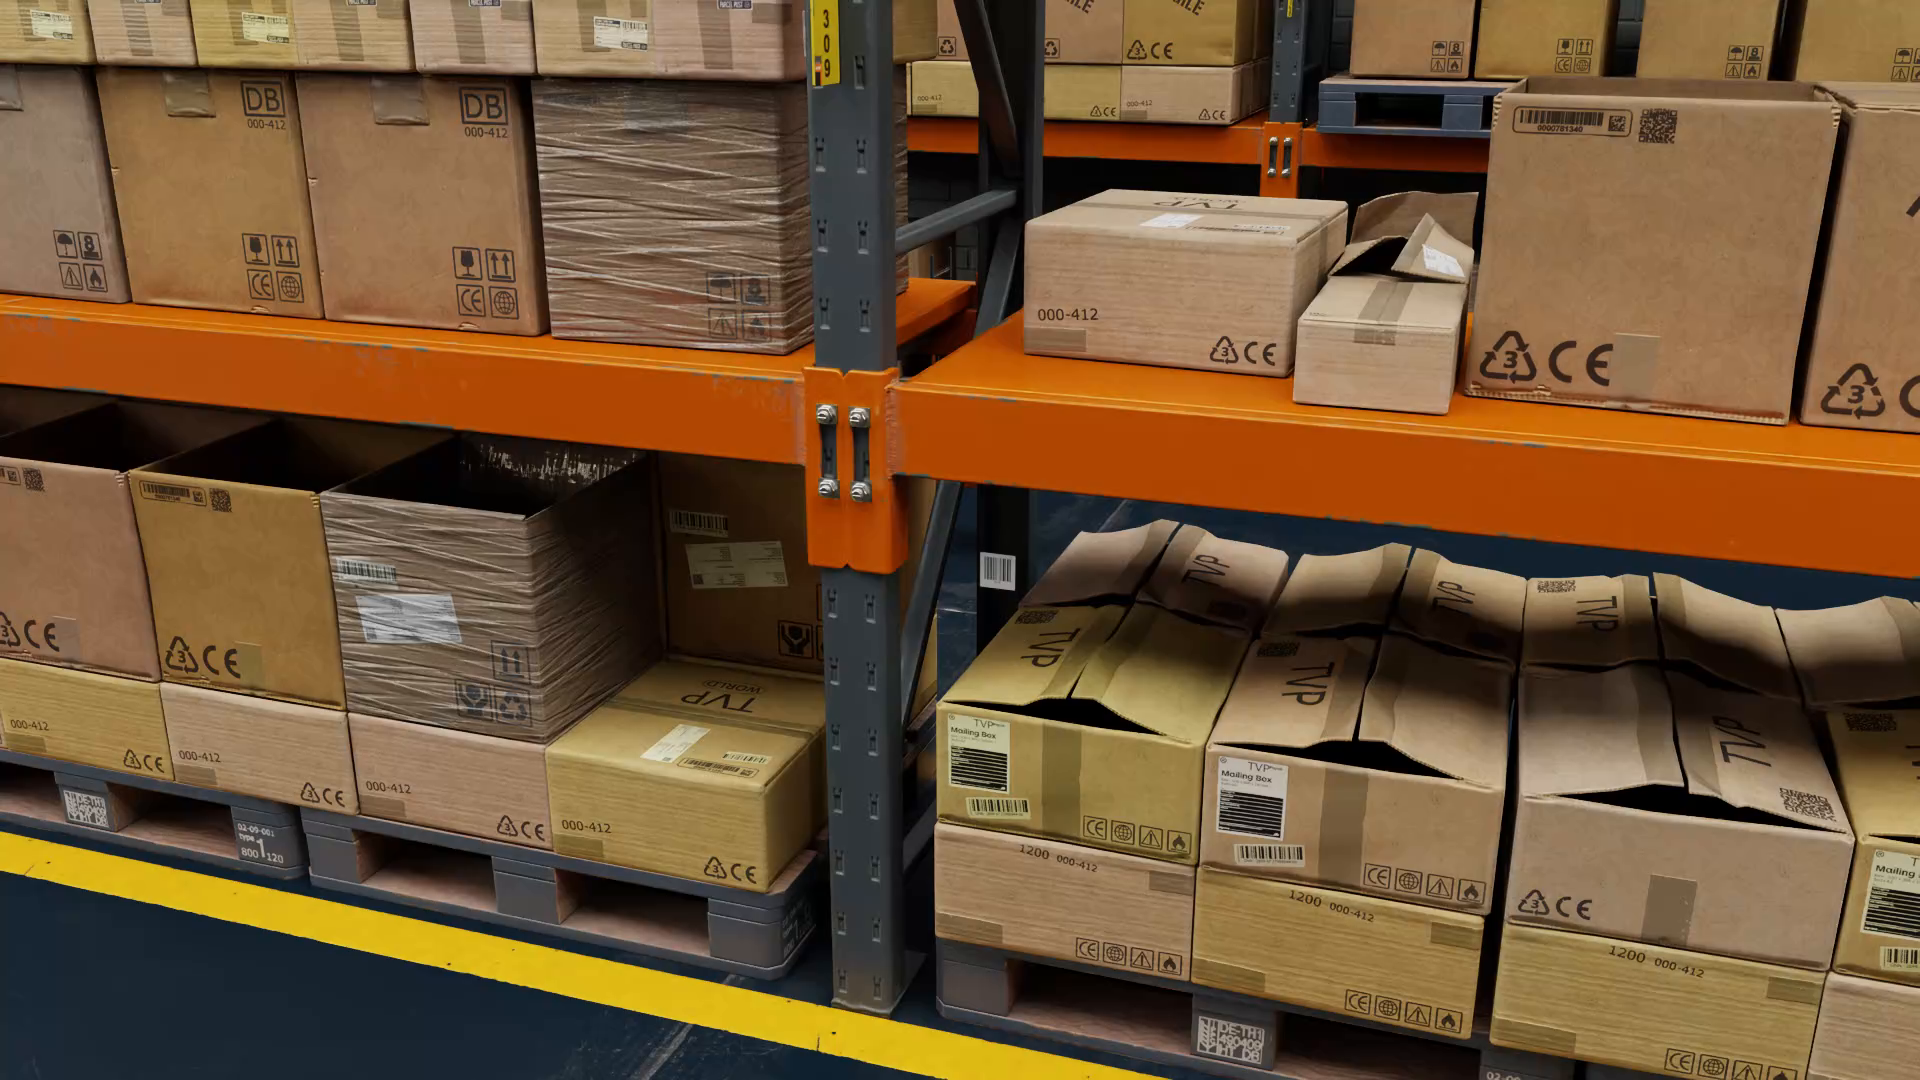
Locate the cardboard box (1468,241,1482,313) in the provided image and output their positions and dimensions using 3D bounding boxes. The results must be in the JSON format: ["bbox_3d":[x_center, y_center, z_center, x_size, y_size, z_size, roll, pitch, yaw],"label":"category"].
[{"bbox_3d":[2.287,-1.113,7.841,0.500,0.500,0.700,7,20,20],"label":"cardboard box"}]

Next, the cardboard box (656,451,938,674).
[{"bbox_3d":[-0.371,-0.021,3.979,0.500,0.500,0.500,7,20,18],"label":"cardboard box"}]

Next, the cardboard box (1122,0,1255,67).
[{"bbox_3d":[1.038,-2.408,7.484,0.500,0.500,0.500,6,20,18],"label":"cardboard box"}]

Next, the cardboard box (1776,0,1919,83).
[{"bbox_3d":[3.733,-2.158,6.890,0.500,0.500,0.700,7,20,18],"label":"cardboard box"}]

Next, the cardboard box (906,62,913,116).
[{"bbox_3d":[-0.384,-2.215,8.072,0.500,0.250,0.500,7,20,19],"label":"cardboard box"}]

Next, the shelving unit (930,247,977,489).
[{"bbox_3d":[0.051,-0.490,5.887,0.252,1.050,0.215,7,20,18],"label":"shelving unit"}]

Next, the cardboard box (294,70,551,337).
[{"bbox_3d":[-0.958,-0.767,3.569,0.500,0.500,0.700,6,20,17],"label":"cardboard box"}]

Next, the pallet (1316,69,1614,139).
[{"bbox_3d":[2.260,-1.942,7.381,1.213,0.211,1.003,7,20,18],"label":"pallet"}]

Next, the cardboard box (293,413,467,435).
[{"bbox_3d":[-1.316,-0.129,4.289,0.500,0.500,0.500,7,20,18],"label":"cardboard box"}]

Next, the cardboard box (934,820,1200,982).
[{"bbox_3d":[0.264,0.601,3.333,0.500,0.250,0.500,6,20,17],"label":"cardboard box"}]

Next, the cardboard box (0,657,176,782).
[{"bbox_3d":[-1.965,0.338,4.088,0.500,0.250,0.500,7,20,18],"label":"cardboard box"}]

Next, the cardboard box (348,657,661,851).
[{"bbox_3d":[-1.015,0.442,3.792,0.500,0.250,0.500,7,20,18],"label":"cardboard box"}]

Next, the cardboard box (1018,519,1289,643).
[{"bbox_3d":[0.441,0.171,3.717,0.500,0.311,0.500,7,20,18],"label":"cardboard box"}]

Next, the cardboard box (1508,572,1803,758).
[{"bbox_3d":[1.405,0.279,3.405,0.500,0.311,0.500,6,20,18],"label":"cardboard box"}]

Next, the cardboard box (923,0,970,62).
[{"bbox_3d":[0.093,-2.517,7.799,0.500,0.500,0.500,6,20,16],"label":"cardboard box"}]

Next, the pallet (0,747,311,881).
[{"bbox_3d":[-1.930,0.467,4.415,1.213,0.211,1.003,7,20,18],"label":"pallet"}]

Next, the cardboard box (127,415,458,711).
[{"bbox_3d":[-1.488,0.034,3.821,0.500,0.500,0.500,7,20,18],"label":"cardboard box"}]

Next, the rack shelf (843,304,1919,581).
[{"bbox_3d":[1.853,-0.064,2.794,4.000,0.370,1.077,7,20,18],"label":"rack shelf"}]

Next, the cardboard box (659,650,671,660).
[{"bbox_3d":[-0.845,0.281,4.253,0.500,0.250,0.500,7,20,18],"label":"cardboard box"}]

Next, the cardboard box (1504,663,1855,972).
[{"bbox_3d":[1.233,0.449,2.918,0.500,0.311,0.500,6,20,16],"label":"cardboard box"}]

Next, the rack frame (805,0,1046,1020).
[{"bbox_3d":[-0.036,-0.619,3.296,0.127,3.000,1.000,7,20,18],"label":"rack frame"}]

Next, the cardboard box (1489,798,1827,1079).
[{"bbox_3d":[1.236,0.712,3.016,0.500,0.250,0.500,6,20,16],"label":"cardboard box"}]

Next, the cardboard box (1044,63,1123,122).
[{"bbox_3d":[0.571,-2.112,7.775,0.500,0.250,0.500,7,20,18],"label":"cardboard box"}]

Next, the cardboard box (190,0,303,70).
[{"bbox_3d":[-1.324,-1.046,3.383,0.250,0.149,0.380,6,20,18],"label":"cardboard box"}]

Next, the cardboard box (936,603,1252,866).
[{"bbox_3d":[0.273,0.338,3.237,0.500,0.311,0.500,7,20,18],"label":"cardboard box"}]

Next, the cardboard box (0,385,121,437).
[{"bbox_3d":[-2.431,-0.075,4.134,0.500,0.500,0.500,7,20,18],"label":"cardboard box"}]

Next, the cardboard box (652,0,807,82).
[{"bbox_3d":[-0.363,-0.936,3.066,0.250,0.149,0.380,7,20,18],"label":"cardboard box"}]

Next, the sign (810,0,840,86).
[{"bbox_3d":[-0.217,-0.893,2.645,0.005,0.325,0.100,7,20,18],"label":"sign"}]

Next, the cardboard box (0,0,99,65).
[{"bbox_3d":[-1.814,-1.101,3.540,0.250,0.149,0.380,7,20,20],"label":"cardboard box"}]

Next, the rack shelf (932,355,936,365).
[{"bbox_3d":[0.051,-0.748,5.797,0.240,0.259,0.215,7,20,18],"label":"rack shelf"}]

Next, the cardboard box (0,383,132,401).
[{"bbox_3d":[-2.261,-0.237,4.598,0.500,0.500,0.500,7,20,18],"label":"cardboard box"}]

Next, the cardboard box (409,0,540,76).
[{"bbox_3d":[-0.844,-0.990,3.223,0.250,0.149,0.380,6,20,16],"label":"cardboard box"}]

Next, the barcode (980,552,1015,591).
[{"bbox_3d":[0.068,0.057,3.026,0.075,0.075,0.001,7,20,18],"label":"barcode"}]

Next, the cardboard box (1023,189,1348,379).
[{"bbox_3d":[0.443,-0.509,3.207,0.500,0.250,0.500,8,21,21],"label":"cardboard box"}]

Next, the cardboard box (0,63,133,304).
[{"bbox_3d":[-1.914,-0.878,3.885,0.500,0.500,0.700,7,20,20],"label":"cardboard box"}]

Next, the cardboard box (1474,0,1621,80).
[{"bbox_3d":[2.581,-2.287,7.259,0.500,0.500,0.700,9,21,24],"label":"cardboard box"}]

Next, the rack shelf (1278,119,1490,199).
[{"bbox_3d":[3.475,-1.604,7.214,4.000,0.370,1.077,7,20,18],"label":"rack shelf"}]

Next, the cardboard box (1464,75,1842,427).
[{"bbox_3d":[1.182,-0.522,2.864,0.500,0.500,0.500,8,21,22],"label":"cardboard box"}]

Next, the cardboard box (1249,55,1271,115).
[{"bbox_3d":[1.213,-2.216,8.074,0.500,0.250,0.500,7,20,19],"label":"cardboard box"}]

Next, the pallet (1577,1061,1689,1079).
[{"bbox_3d":[1.829,0.896,3.185,1.213,0.211,1.003,7,20,18],"label":"pallet"}]
